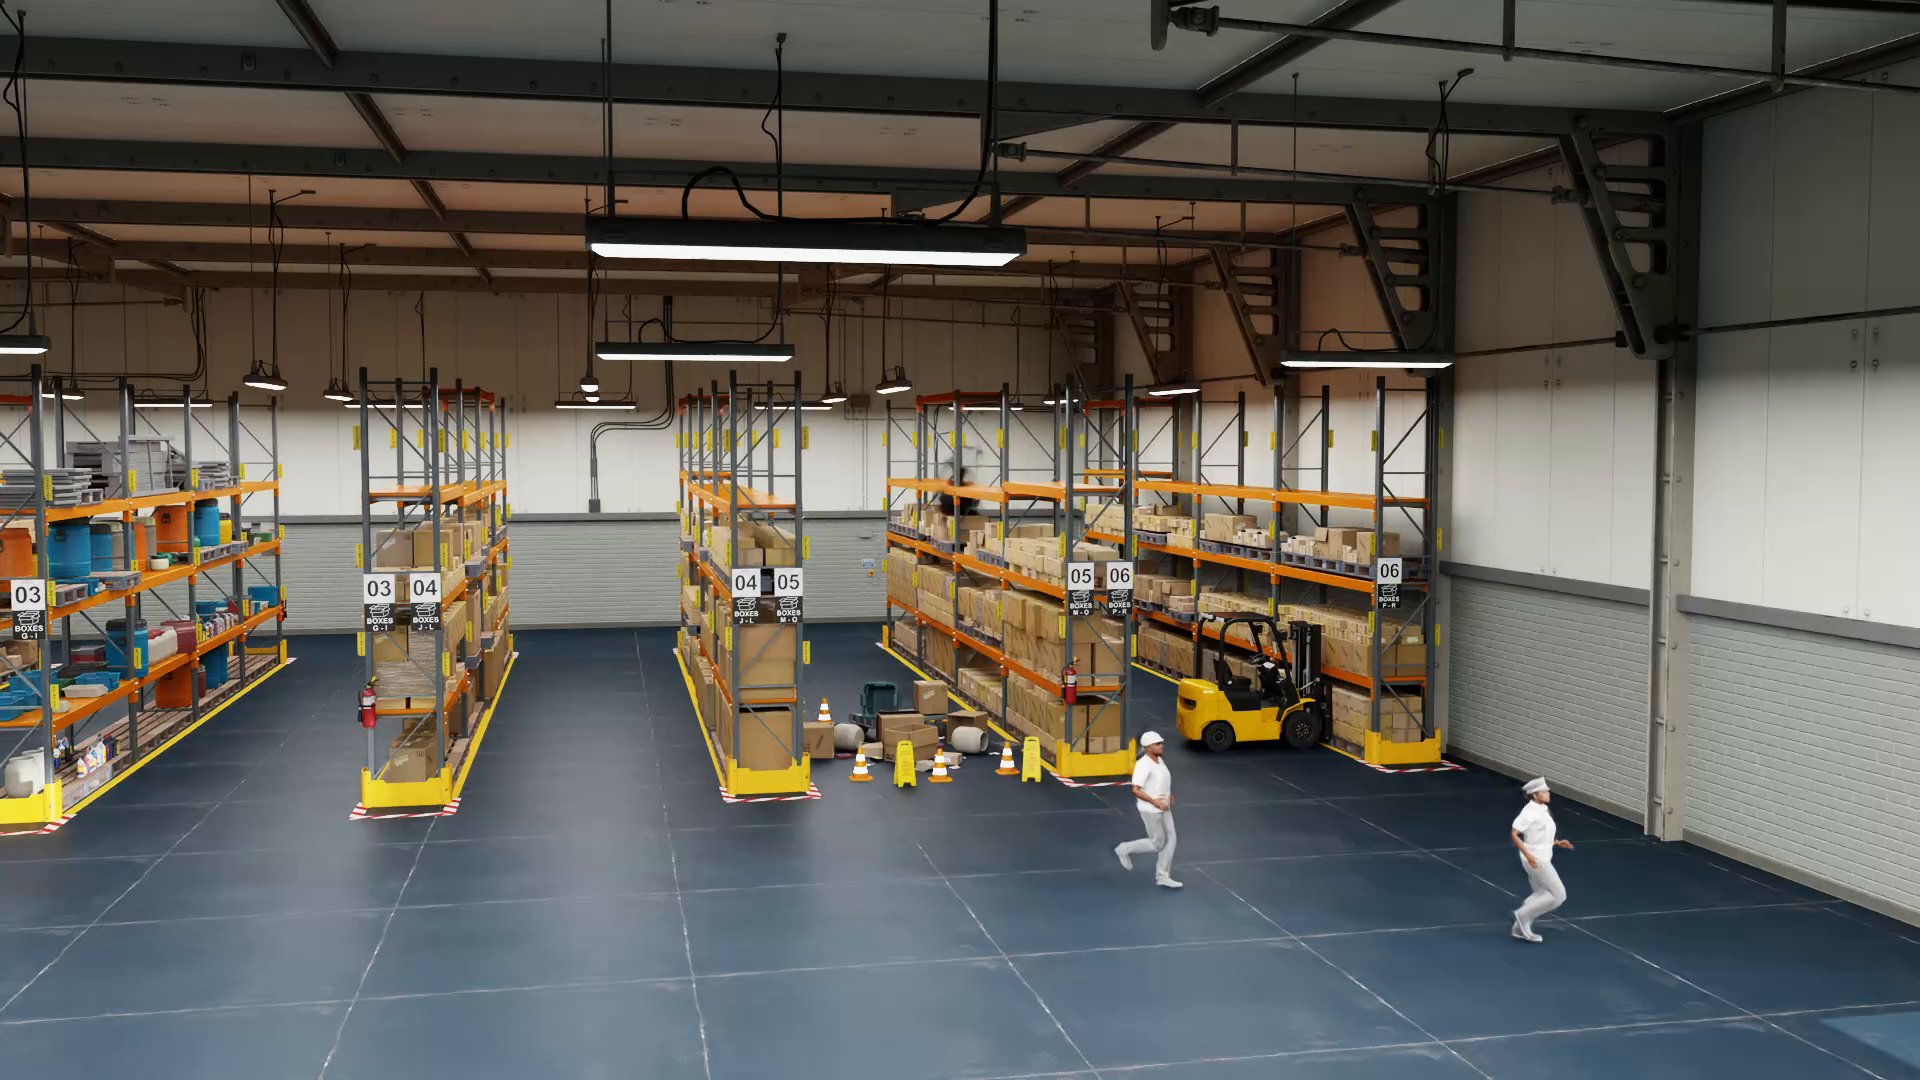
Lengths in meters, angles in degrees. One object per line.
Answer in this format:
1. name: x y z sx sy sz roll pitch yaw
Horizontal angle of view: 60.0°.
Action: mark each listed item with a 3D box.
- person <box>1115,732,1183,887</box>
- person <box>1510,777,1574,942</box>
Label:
1. person: 2.158 3.021 18.746 0.787 1.735 0.698 2 4 30
2. person: 5.794 3.181 16.533 0.576 1.659 0.560 2 4 27
